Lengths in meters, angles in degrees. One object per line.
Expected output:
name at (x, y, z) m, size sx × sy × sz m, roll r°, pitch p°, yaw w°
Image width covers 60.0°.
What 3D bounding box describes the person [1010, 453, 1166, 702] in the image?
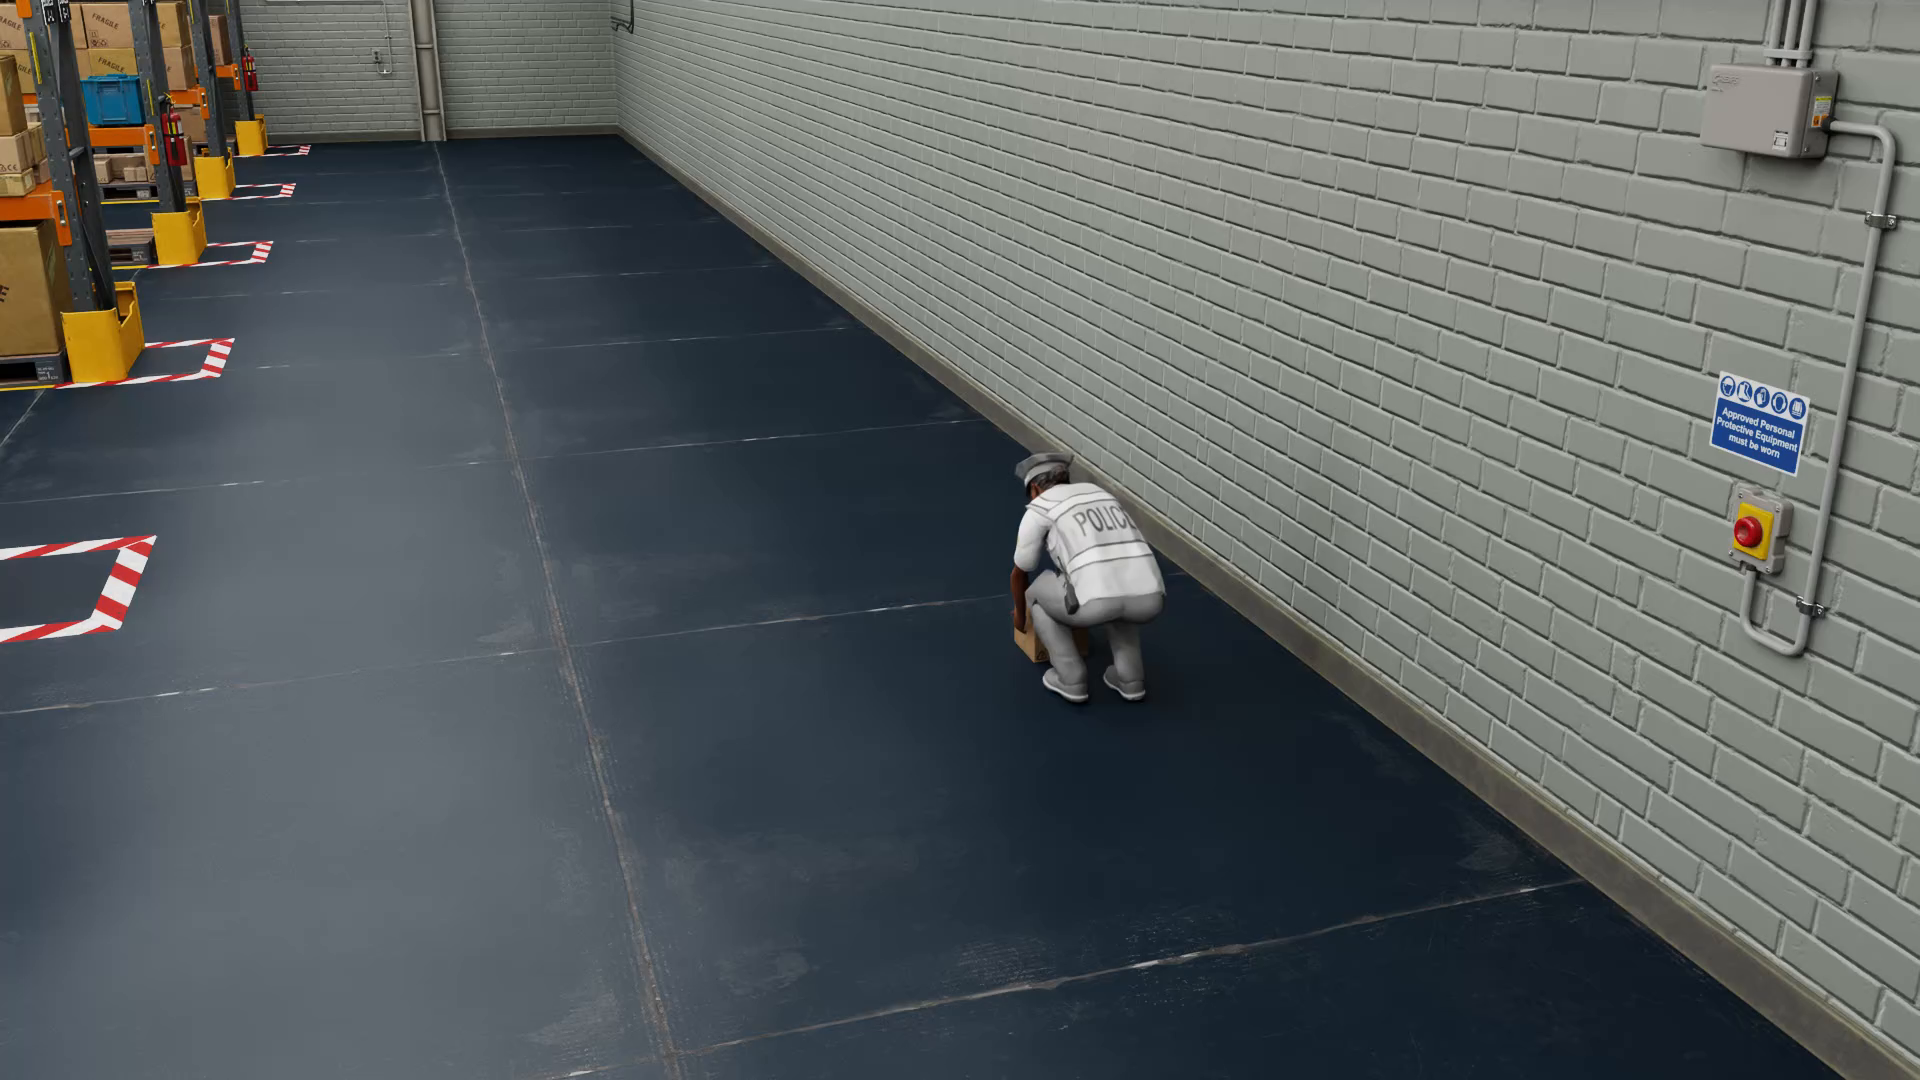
person at (0.495, 0.152, 6.753) m, size 0.482 × 0.930 × 0.862 m, roll -6°, pitch 20°, yaw -17°
